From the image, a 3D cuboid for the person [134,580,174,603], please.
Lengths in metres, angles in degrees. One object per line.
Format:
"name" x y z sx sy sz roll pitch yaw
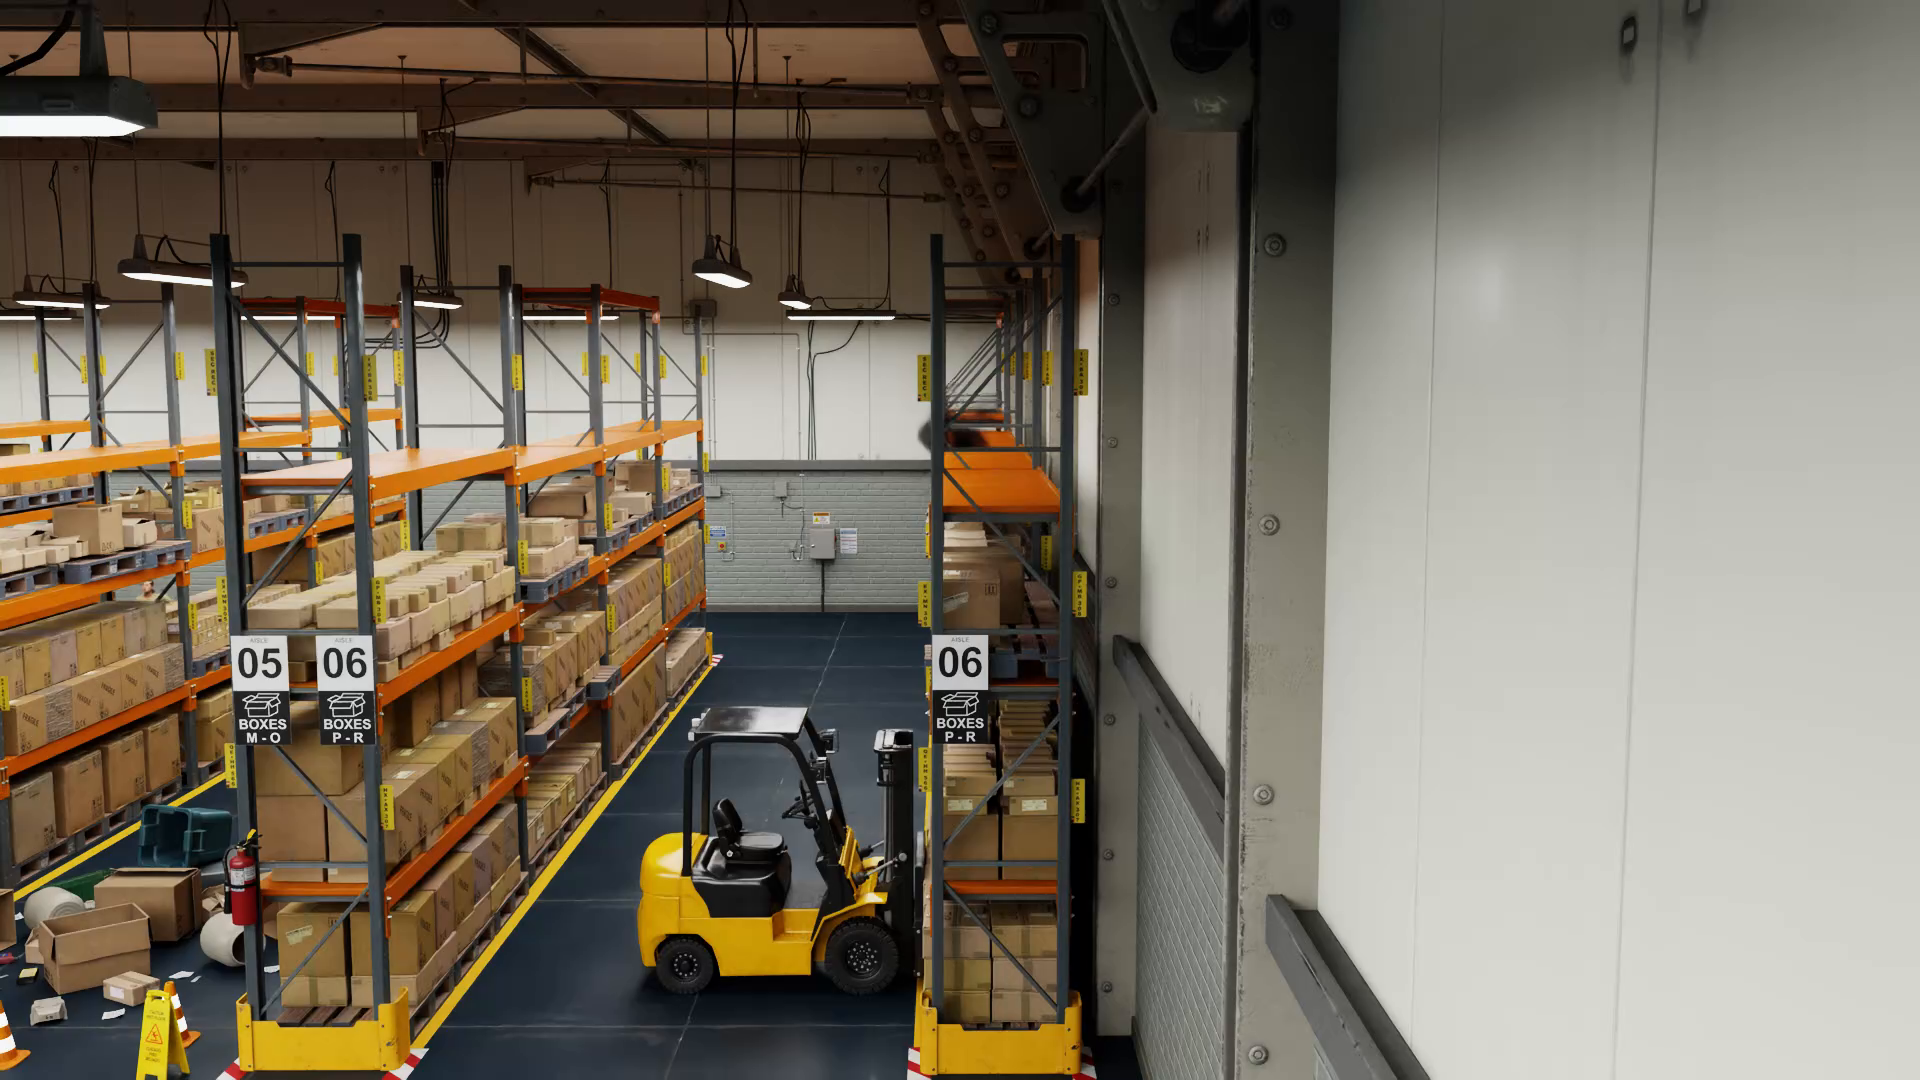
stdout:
"person" -12.890 1.422 26.542 0.558 1.635 0.648 0 6 -1
